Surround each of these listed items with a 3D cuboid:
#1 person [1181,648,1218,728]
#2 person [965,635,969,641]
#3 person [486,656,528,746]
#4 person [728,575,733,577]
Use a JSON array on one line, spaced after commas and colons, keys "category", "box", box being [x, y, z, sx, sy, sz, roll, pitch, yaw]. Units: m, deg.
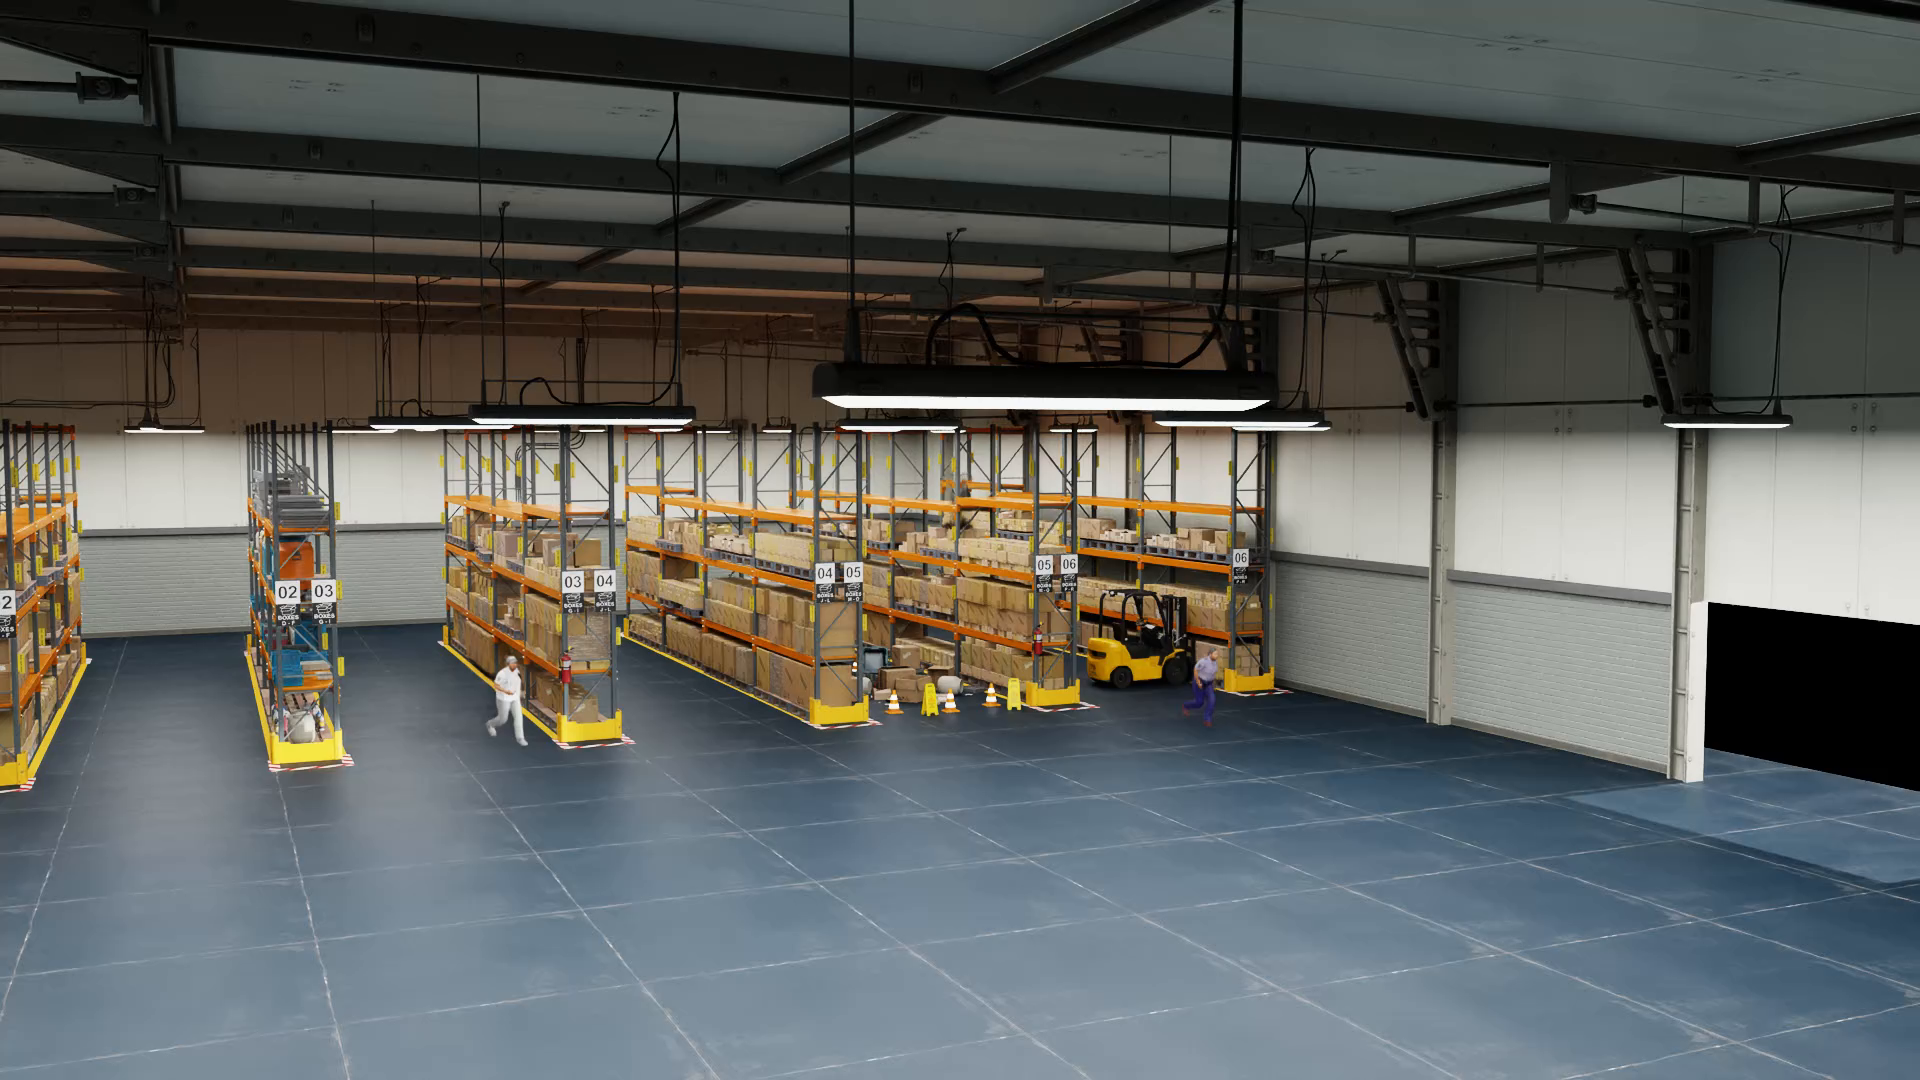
[{"category": "person", "box": [4.771, 2.902, 32.973, 0.610, 1.609, 0.876, -4, 5, -44]}, {"category": "person", "box": [0.317, 2.216, 42.991, 0.537, 1.586, 0.881, -2, 4, -31]}, {"category": "person", "box": [-8.382, 2.966, 30.872, 1.054, 1.639, 0.617, 3, 5, 38]}, {"category": "person", "box": [-6.605, 1.873, 47.563, 0.719, 1.730, 0.633, 3, 5, 42]}]
